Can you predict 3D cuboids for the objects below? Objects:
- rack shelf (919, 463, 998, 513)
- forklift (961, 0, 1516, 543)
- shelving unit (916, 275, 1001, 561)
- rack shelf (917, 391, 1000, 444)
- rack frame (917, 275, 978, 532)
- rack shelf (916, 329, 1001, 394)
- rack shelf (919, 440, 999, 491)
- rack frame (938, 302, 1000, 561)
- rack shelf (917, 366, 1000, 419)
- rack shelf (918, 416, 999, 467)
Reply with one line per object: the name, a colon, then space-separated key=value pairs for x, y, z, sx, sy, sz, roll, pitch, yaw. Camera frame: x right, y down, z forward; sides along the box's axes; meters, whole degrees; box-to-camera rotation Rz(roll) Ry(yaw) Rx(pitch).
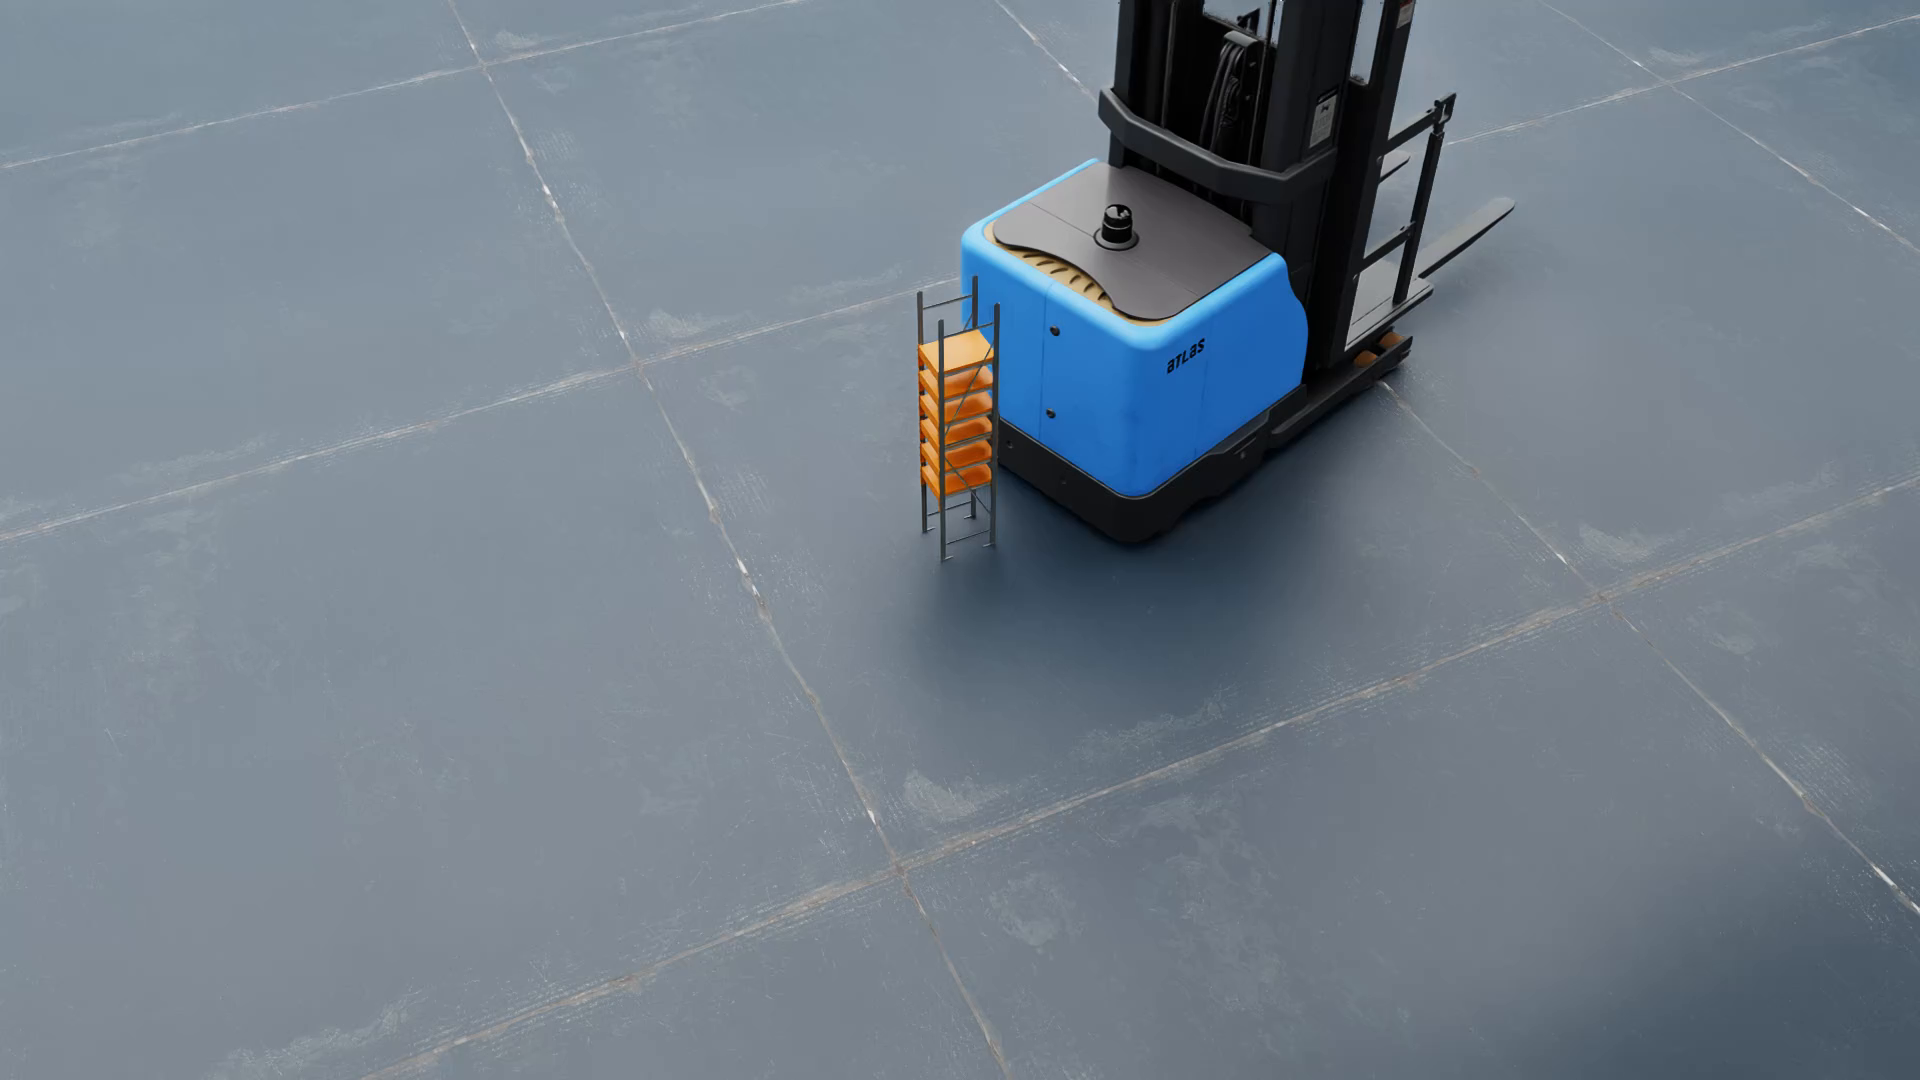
rack shelf: x=-0.006 y=-0.234 z=6.538 sx=0.258 sy=0.103 sz=0.180 roll=-18 pitch=47 yaw=-17
forklift: x=1.394 y=-1.956 z=6.645 sx=3.031 sy=2.935 sz=1.130 roll=-34 pitch=54 yaw=-30
shelving unit: x=-0.006 y=-0.436 z=6.338 sx=0.258 sy=1.200 sz=0.189 roll=-18 pitch=47 yaw=-17
rack shelf: x=-0.006 y=-0.490 z=6.285 sx=0.258 sy=0.103 sz=0.180 roll=-18 pitch=47 yaw=-17
rack frame: x=-0.045 y=-0.495 z=6.397 sx=0.240 sy=1.200 sz=0.006 roll=-18 pitch=47 yaw=-17
rack shelf: x=-0.006 y=-0.661 z=6.116 sx=0.258 sy=0.103 sz=0.180 roll=-18 pitch=47 yaw=-17
rack shelf: x=-0.006 y=-0.319 z=6.453 sx=0.258 sy=0.103 sz=0.180 roll=-18 pitch=47 yaw=-17
rack frame: x=0.032 y=-0.378 z=6.279 sx=0.240 sy=1.200 sz=0.006 roll=-18 pitch=47 yaw=-17
rack shelf: x=-0.006 y=-0.576 z=6.201 sx=0.258 sy=0.103 sz=0.180 roll=-18 pitch=47 yaw=-17
rack shelf: x=-0.006 y=-0.405 z=6.369 sx=0.258 sy=0.103 sz=0.180 roll=-18 pitch=47 yaw=-17
